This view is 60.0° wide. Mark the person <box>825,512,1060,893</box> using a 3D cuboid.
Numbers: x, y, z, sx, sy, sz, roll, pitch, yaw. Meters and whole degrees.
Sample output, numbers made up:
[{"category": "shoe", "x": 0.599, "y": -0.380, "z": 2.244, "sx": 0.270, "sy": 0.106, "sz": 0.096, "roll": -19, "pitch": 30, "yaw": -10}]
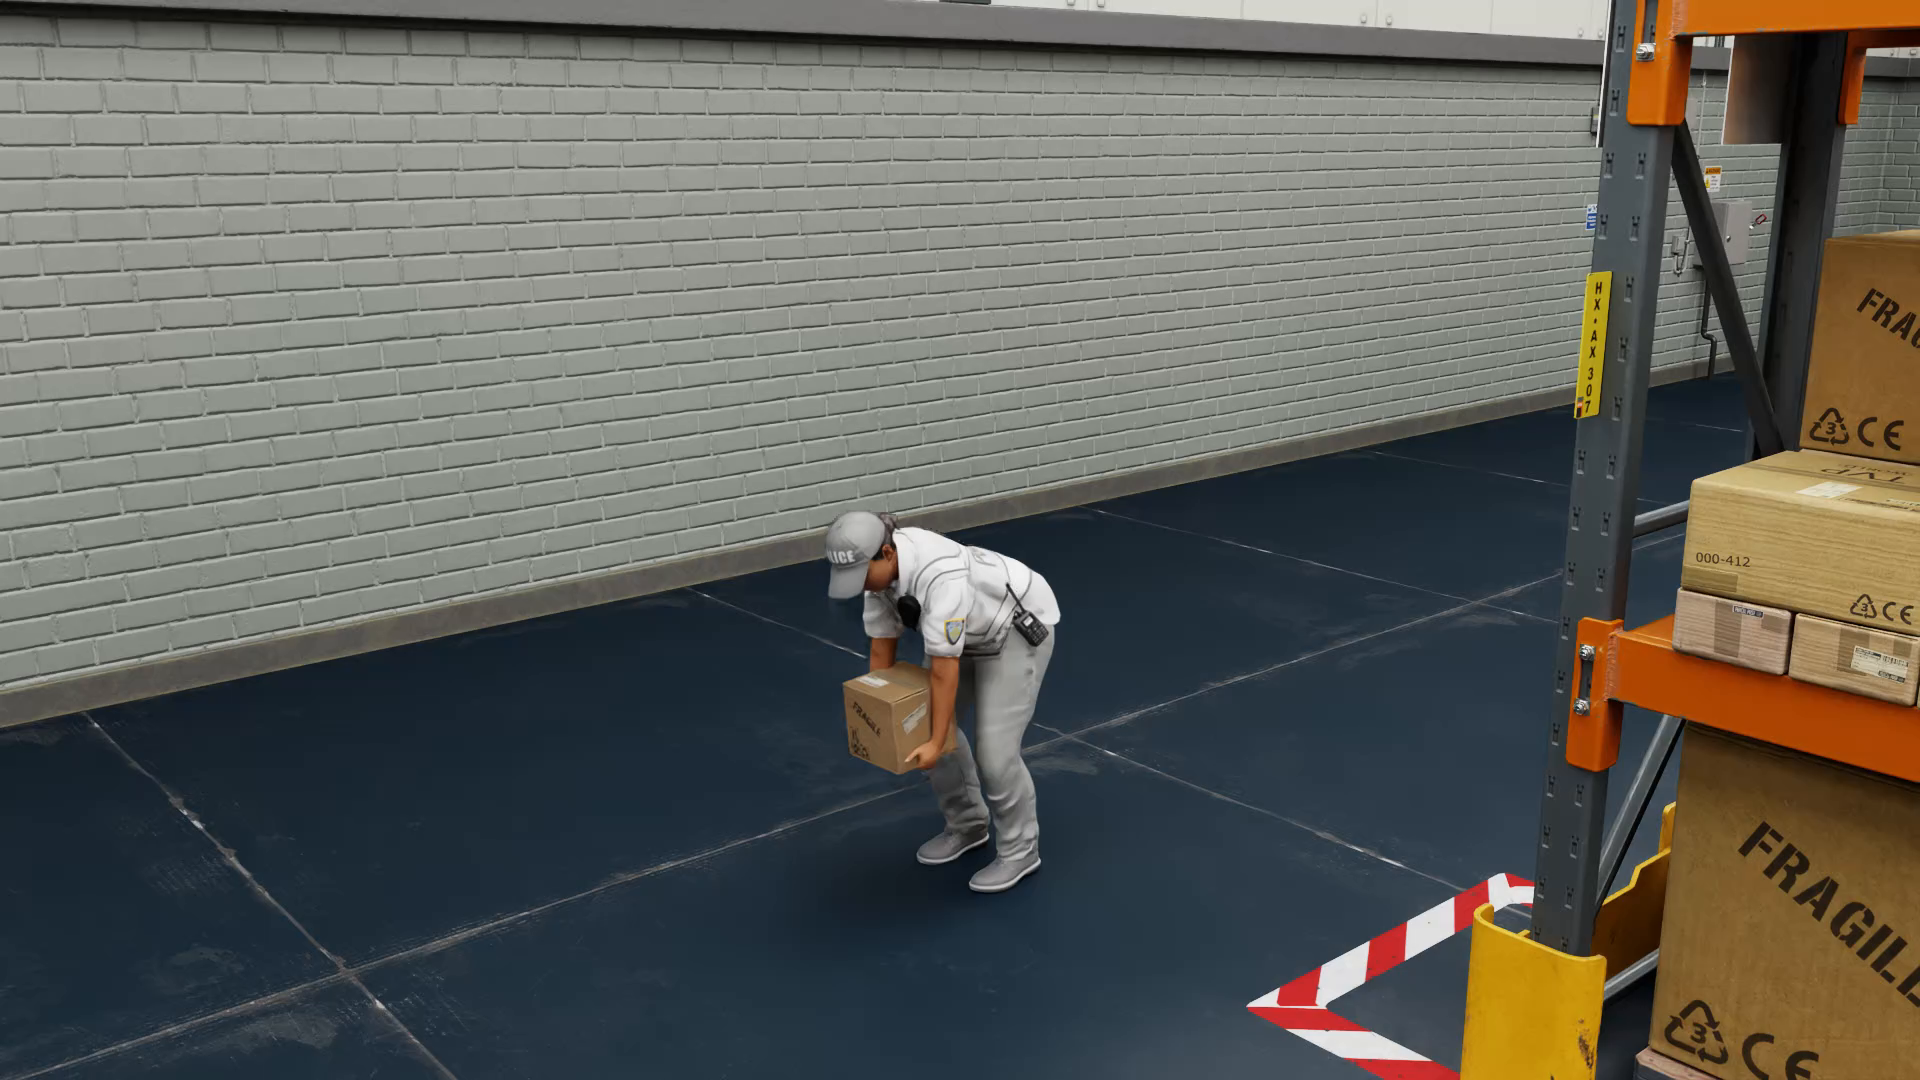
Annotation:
[{"category": "person", "x": -0.072, "y": 0.504, "z": 5.399, "sx": 0.875, "sy": 1.323, "sz": 0.458, "roll": -13, "pitch": 19, "yaw": -41}]
